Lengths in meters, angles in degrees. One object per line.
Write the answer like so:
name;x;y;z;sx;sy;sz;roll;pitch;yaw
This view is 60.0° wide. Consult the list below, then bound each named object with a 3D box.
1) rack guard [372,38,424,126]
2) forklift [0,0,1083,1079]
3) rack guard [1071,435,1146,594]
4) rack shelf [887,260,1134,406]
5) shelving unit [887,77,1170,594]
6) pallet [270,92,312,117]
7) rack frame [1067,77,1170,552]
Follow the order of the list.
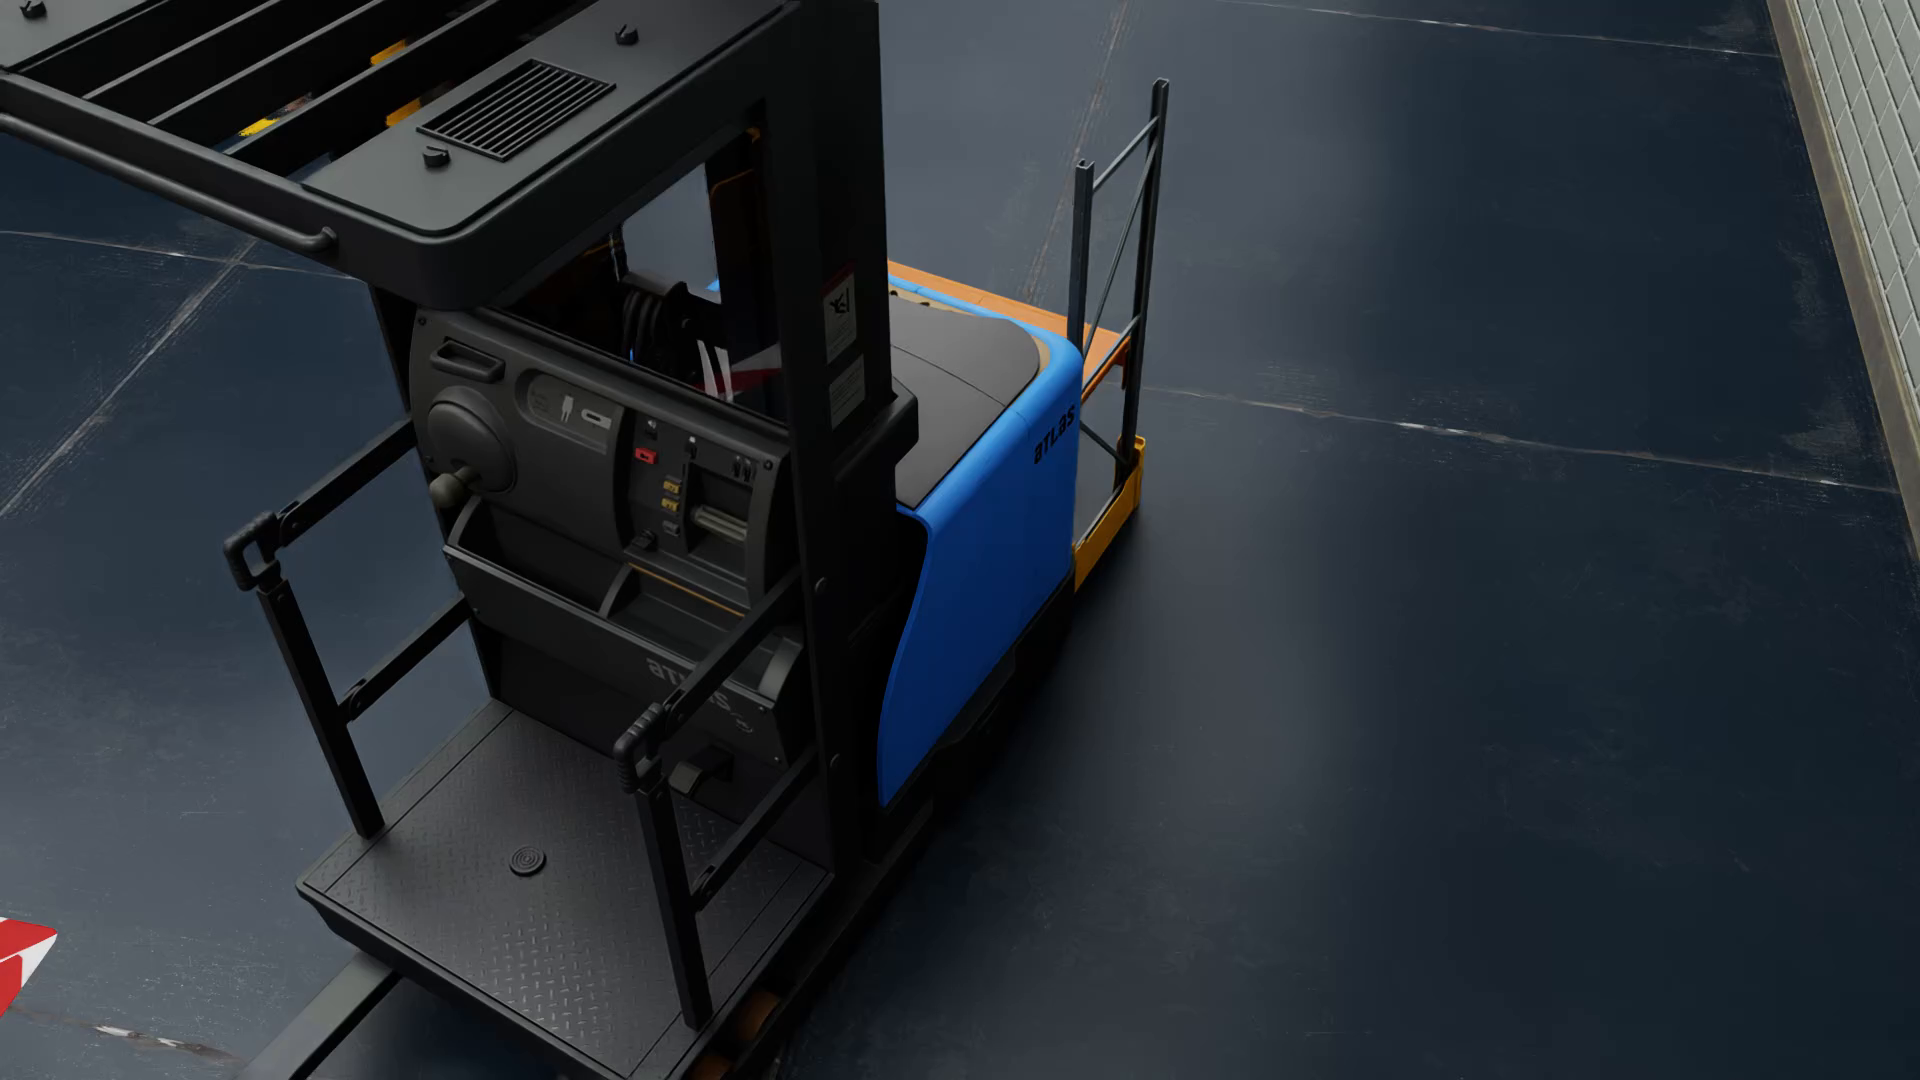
rack guard;-2.319;-2.236;7.212;0.348;0.500;1.175;9;45;9
forklift;-0.859;-0.081;3.221;1.130;2.935;3.031;23;48;22
rack guard;0.412;-0.061;5.133;0.087;0.250;0.587;21;48;20
rack shelf;-0.032;-0.551;5.000;1.000;0.185;0.538;21;48;20
shelving unit;-0.024;-0.678;4.872;1.083;1.500;0.587;21;48;20
pallet;-3.104;-2.279;7.465;1.213;0.211;1.003;9;45;9
rack frame;0.414;-0.511;4.699;0.032;1.500;0.500;21;48;20
